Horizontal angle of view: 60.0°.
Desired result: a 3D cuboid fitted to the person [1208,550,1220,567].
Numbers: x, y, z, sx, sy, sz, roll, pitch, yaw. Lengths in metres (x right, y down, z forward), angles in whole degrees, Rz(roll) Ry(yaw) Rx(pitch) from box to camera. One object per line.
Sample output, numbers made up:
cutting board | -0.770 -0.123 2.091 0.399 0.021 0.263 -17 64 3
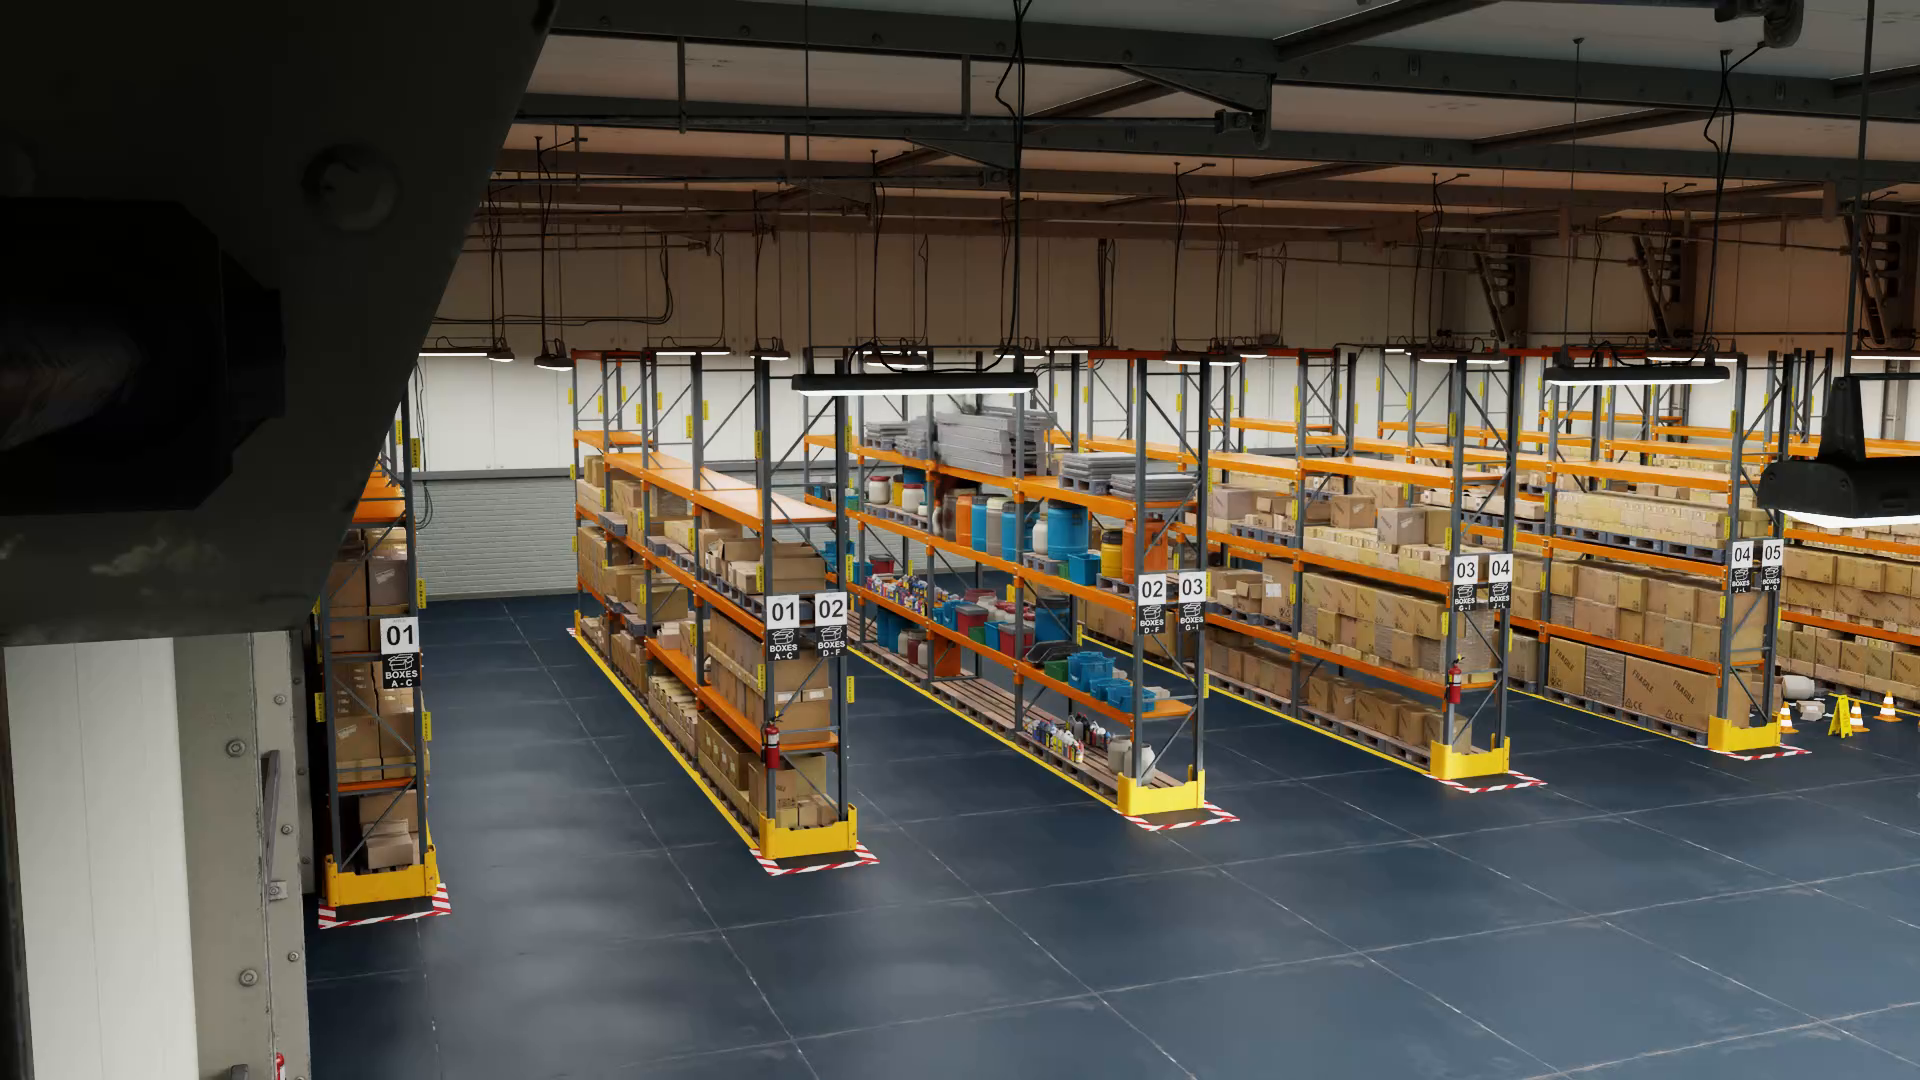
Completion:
person | 6.362 0.290 41.773 0.888 1.704 0.778 4 8 27
